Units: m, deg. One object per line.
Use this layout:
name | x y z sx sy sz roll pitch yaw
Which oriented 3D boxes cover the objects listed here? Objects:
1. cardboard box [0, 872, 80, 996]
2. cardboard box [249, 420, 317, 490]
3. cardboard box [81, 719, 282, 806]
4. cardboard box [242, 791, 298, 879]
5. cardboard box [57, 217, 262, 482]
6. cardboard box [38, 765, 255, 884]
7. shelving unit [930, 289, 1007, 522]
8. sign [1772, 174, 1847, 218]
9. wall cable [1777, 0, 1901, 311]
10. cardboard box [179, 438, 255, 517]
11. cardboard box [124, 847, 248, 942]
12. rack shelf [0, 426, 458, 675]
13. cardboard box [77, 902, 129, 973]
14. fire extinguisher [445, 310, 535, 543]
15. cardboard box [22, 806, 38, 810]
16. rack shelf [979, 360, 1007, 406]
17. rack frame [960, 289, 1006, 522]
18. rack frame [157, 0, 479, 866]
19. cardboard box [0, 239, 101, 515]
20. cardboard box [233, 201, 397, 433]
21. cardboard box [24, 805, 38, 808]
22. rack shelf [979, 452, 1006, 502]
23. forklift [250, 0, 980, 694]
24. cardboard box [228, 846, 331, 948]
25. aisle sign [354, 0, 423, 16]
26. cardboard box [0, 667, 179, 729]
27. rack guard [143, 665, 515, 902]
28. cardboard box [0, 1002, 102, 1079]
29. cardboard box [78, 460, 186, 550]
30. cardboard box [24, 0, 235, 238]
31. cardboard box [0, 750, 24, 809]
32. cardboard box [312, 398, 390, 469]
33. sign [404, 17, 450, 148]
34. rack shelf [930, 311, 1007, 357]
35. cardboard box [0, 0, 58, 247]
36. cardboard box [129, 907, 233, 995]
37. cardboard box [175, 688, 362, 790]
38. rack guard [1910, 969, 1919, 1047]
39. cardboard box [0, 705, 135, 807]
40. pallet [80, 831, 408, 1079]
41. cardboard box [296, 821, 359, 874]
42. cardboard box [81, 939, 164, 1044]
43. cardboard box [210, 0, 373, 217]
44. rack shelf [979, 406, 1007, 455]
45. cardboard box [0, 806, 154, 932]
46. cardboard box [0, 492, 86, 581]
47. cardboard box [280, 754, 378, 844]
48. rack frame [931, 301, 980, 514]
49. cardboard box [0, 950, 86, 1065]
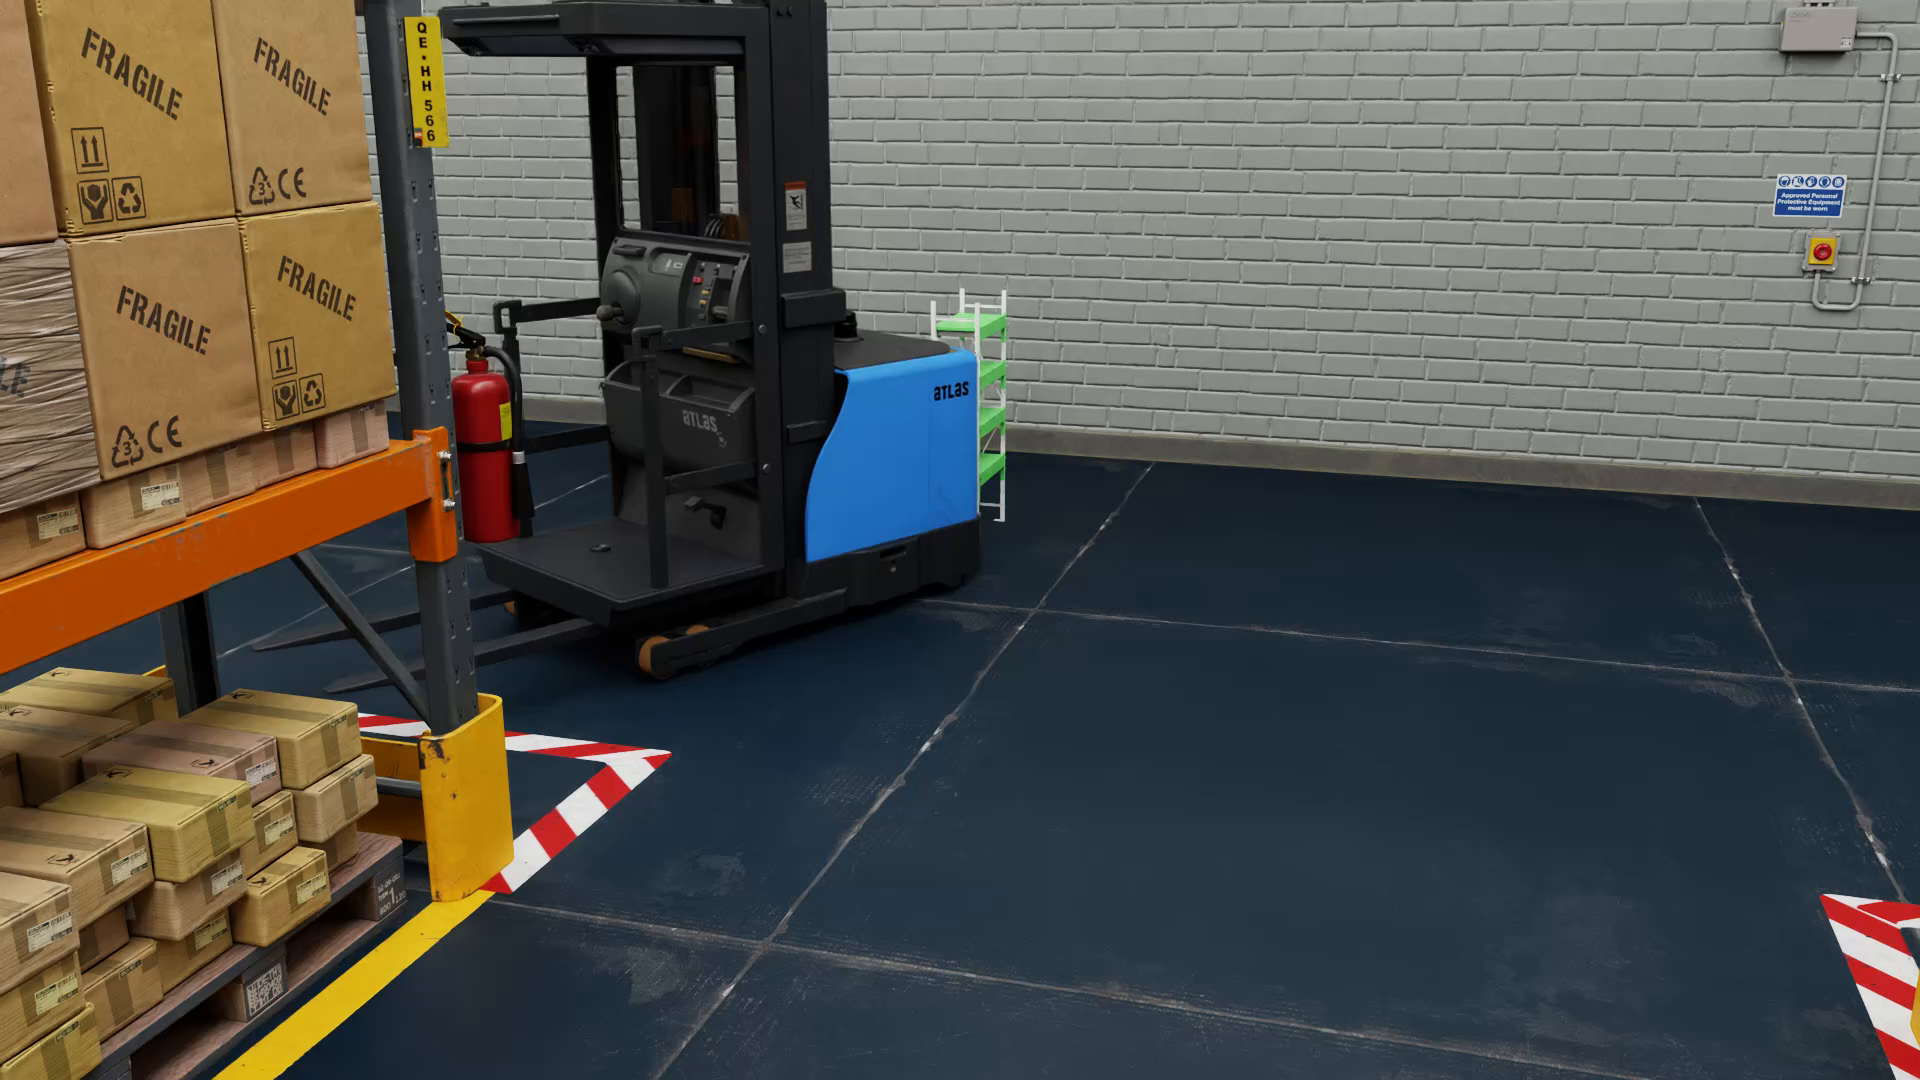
cardboard box | -2.048 0.795 3.393 0.380 0.149 0.250 5 17 18
cardboard box | -1.833 -0.232 4.111 0.380 0.149 0.250 5 16 16
cardboard box | -1.939 0.580 4.151 0.380 0.149 0.250 5 17 17
cardboard box | -1.907 0.728 4.174 0.380 0.149 0.250 4 16 15
cardboard box | -1.937 -0.442 3.661 0.500 0.500 0.500 4 16 15
cardboard box | -1.891 0.658 3.877 0.380 0.149 0.250 4 16 15
shelving unit | 0.047 -0.621 8.318 0.258 1.200 0.503 5 16 16
sign | 4.421 -1.792 8.654 0.327 0.218 0.001 5 16 16
wall cable | 4.450 -2.146 8.478 0.585 1.953 0.123 5 16 16
cardboard box | -1.890 -0.165 3.876 0.380 0.149 0.250 4 16 15
cardboard box | -1.927 0.800 3.920 0.380 0.149 0.250 4 16 14
rack shelf | -2.473 0.347 2.927 1.077 0.370 4.000 5 16 16
cardboard box | -2.102 0.863 3.701 0.380 0.149 0.250 4 16 15
fire extinguisher | -1.391 -0.336 4.841 0.296 0.674 0.183 5 16 16
cardboard box | -2.417 0.759 4.065 0.380 0.149 0.250 5 17 17
rack shelf | 0.047 -0.790 8.270 0.258 0.148 0.480 5 16 16
rack frame | 0.116 -0.684 8.543 0.240 1.200 0.015 5 16 16
rack frame | -1.905 -0.522 4.674 1.000 3.000 0.127 5 16 16
cardboard box | -2.072 -0.308 3.191 0.500 0.500 0.500 5 16 16
cardboard box | -1.786 -0.576 4.135 0.500 0.500 0.500 5 17 17
cardboard box | -2.432 0.688 4.315 0.380 0.149 0.250 5 16 16
rack shelf | 0.047 -0.328 8.401 0.258 0.148 0.480 5 16 16
forklift | -1.309 -1.029 6.585 3.031 2.935 1.130 -15 22 -43
cardboard box | -1.831 0.876 4.198 0.380 0.149 0.250 5 17 18
aisle sign | -1.597 -1.769 4.304 0.394 0.787 0.004 5 16 16
cardboard box | -2.380 0.472 4.534 0.380 0.149 0.250 4 16 13
rack guard | -1.927 0.700 4.945 1.175 0.500 0.348 5 16 16
cardboard box | -2.058 1.076 3.494 0.380 0.149 0.250 4 16 13
cardboard box | -1.940 -0.097 3.634 0.380 0.149 0.250 5 17 17
cardboard box | -1.941 -0.923 3.526 0.500 0.500 0.500 4 16 14
cardboard box | -2.537 0.609 4.050 0.380 0.149 0.250 5 16 16
cardboard box | -1.727 -0.294 4.330 0.380 0.149 0.250 5 16 16
sign | -1.379 -1.183 4.303 0.100 0.325 0.005 5 16 16
rack shelf | 0.047 -1.021 8.205 0.258 0.148 0.480 5 16 16
cardboard box | -2.080 -0.786 3.044 0.500 0.500 0.500 6 17 19
cardboard box | -1.988 0.939 3.978 0.380 0.149 0.250 5 16 16
cardboard box | -1.813 0.519 4.367 0.380 0.149 0.250 5 17 17
rack guard | 2.876 1.031 3.777 1.175 0.500 0.348 5 16 16
cardboard box | -2.343 0.553 4.247 0.380 0.149 0.250 5 17 17
pallet | -2.191 1.049 4.245 1.003 0.211 1.213 5 16 16
cardboard box | -1.855 0.801 4.463 0.380 0.149 0.250 5 17 17
cardboard box | -2.046 1.004 3.747 0.380 0.149 0.250 5 17 16
cardboard box | -1.797 -1.056 3.993 0.500 0.500 0.500 4 16 15
rack shelf | 0.047 -0.559 8.336 0.258 0.148 0.480 5 16 16
cardboard box | -2.025 0.721 3.656 0.380 0.149 0.250 4 16 14
cardboard box | -2.043 -0.030 3.399 0.380 0.149 0.250 4 16 13
cardboard box | -1.781 0.664 4.400 0.380 0.149 0.250 4 16 14
rack frame | -0.022 -0.557 8.093 0.240 1.200 0.015 5 16 16
cardboard box | -2.062 0.937 3.439 0.380 0.149 0.250 5 17 17
